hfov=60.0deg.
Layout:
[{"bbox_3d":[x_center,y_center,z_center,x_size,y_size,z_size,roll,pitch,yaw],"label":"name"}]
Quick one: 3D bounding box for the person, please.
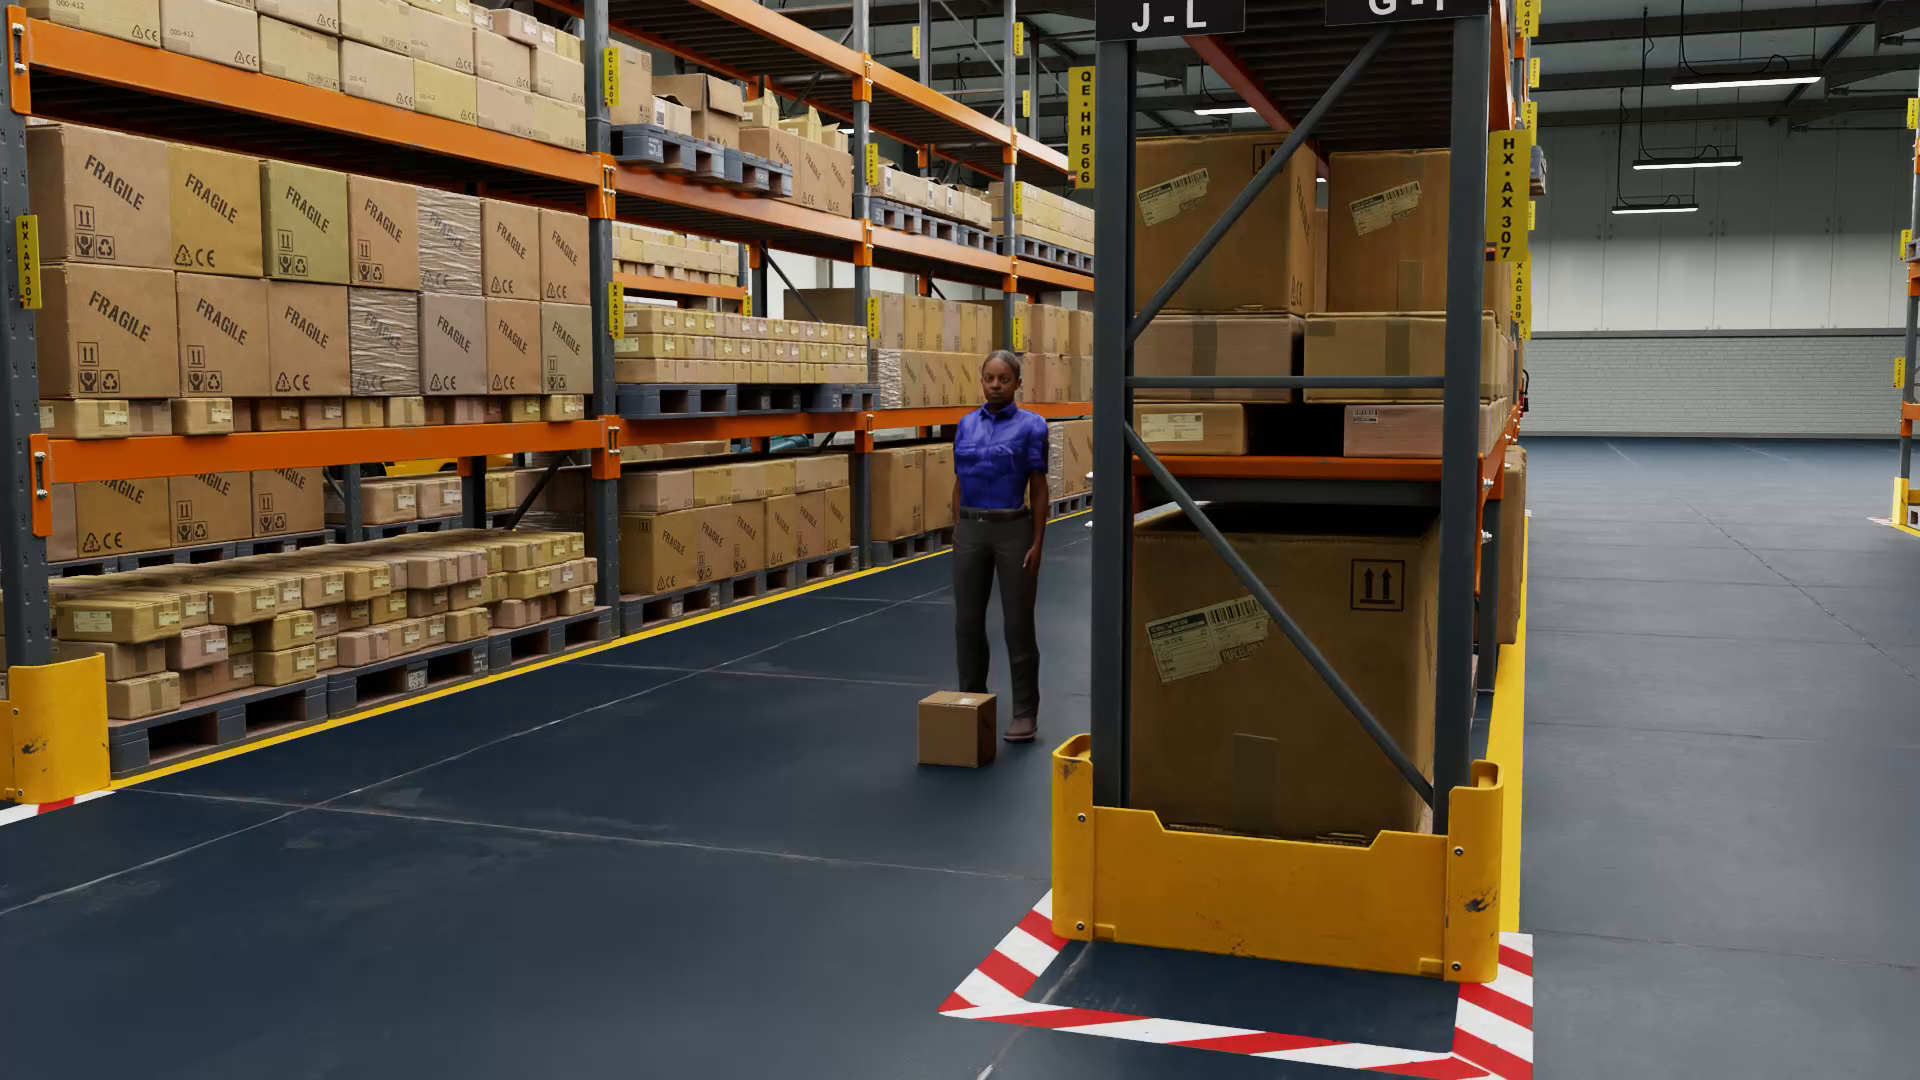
[{"bbox_3d":[0.166,0.018,7.093,0.435,1.656,0.302,2,6,20],"label":"person"}]
